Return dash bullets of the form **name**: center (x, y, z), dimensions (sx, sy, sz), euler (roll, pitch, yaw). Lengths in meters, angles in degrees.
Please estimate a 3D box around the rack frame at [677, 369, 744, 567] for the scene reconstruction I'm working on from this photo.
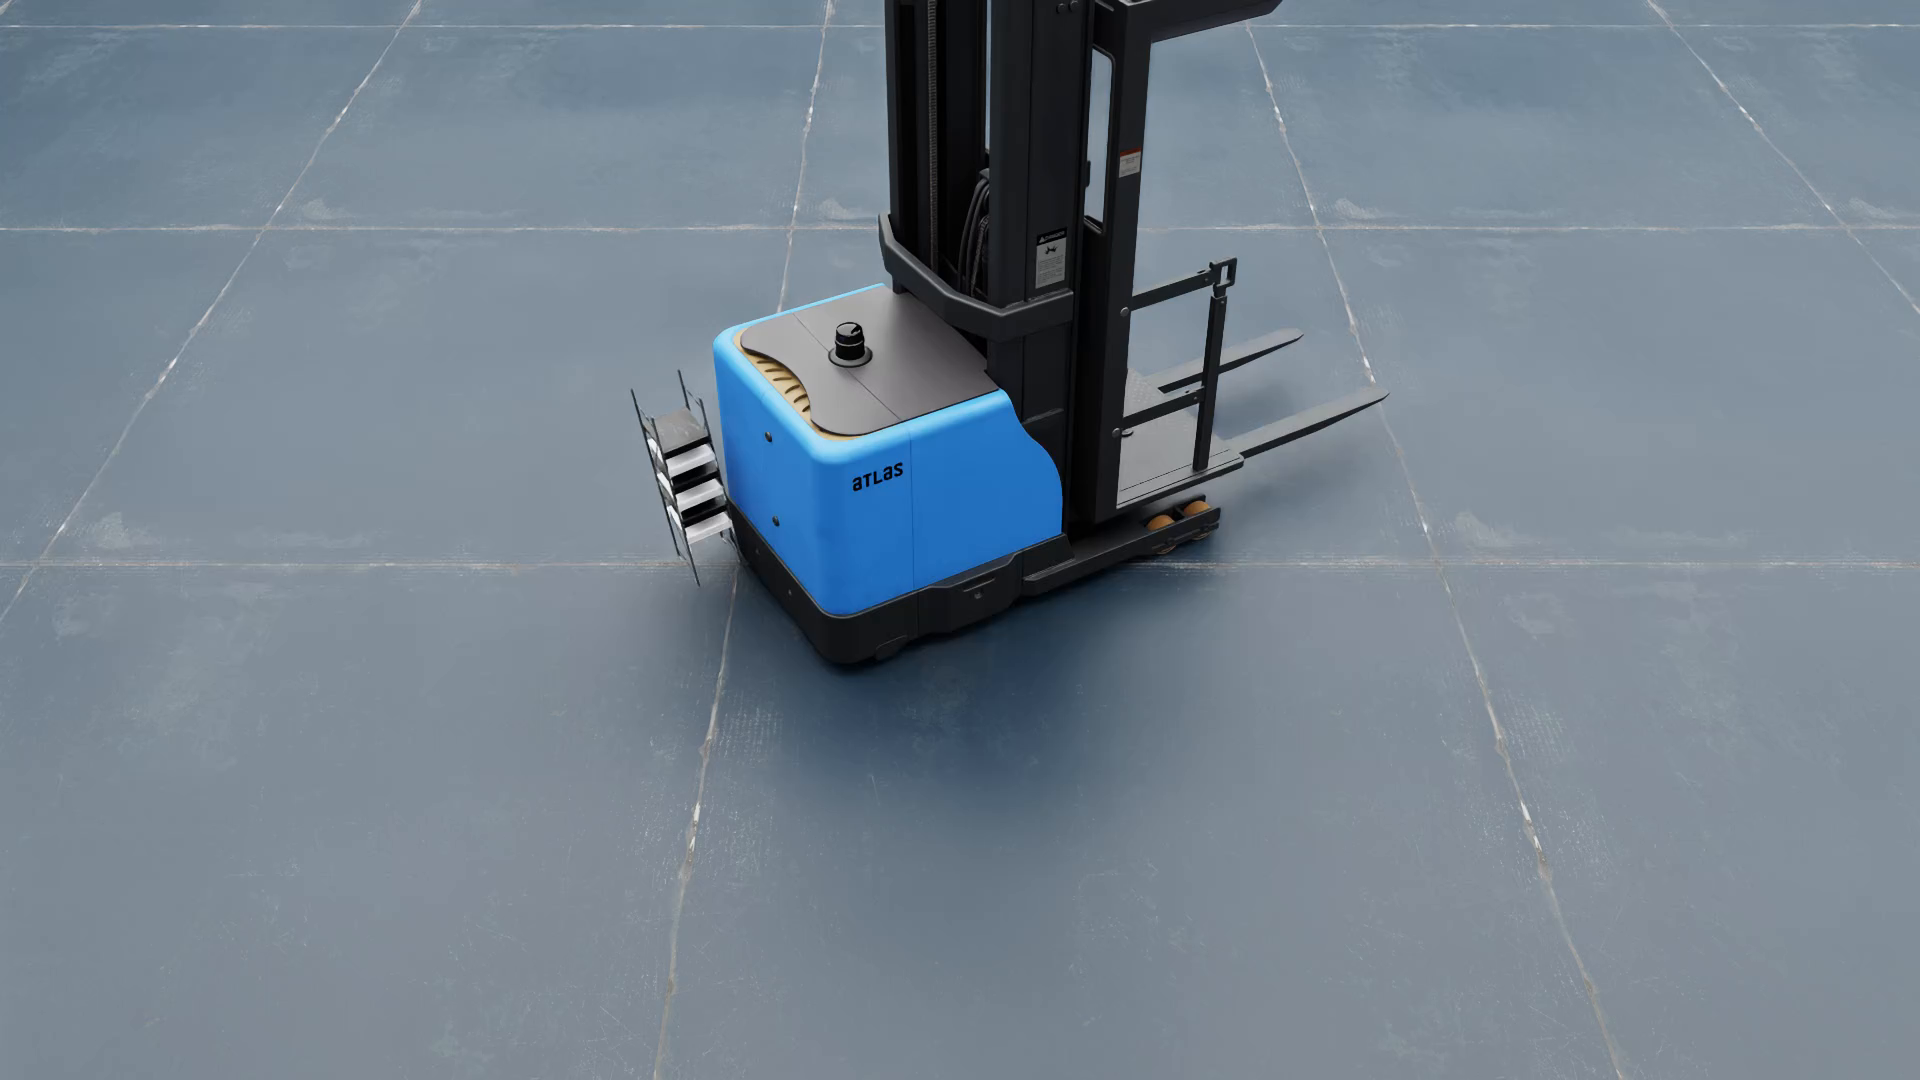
- **rack frame**: center (-1.023, -0.282, 6.849), dimensions (0.006, 0.900, 0.240), euler (-24, 44, -18)

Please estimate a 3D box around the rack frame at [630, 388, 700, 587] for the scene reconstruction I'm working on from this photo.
- **rack frame**: center (-1.199, -0.202, 6.786), dimensions (0.006, 0.900, 0.240), euler (-24, 44, -18)

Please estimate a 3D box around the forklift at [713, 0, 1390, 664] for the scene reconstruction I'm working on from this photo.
- **forklift**: center (0.537, -1.346, 6.586), dimensions (3.031, 2.935, 1.130), euler (-21, 43, -24)

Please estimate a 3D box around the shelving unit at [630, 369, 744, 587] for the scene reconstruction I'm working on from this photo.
- **shelving unit**: center (-1.111, -0.242, 6.817), dimensions (0.210, 0.900, 0.258), euler (-24, 44, -18)

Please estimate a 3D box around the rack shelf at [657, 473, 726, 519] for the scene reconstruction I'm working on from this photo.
- **rack shelf**: center (-1.108, -0.217, 6.839), dimensions (0.200, 0.077, 0.258), euler (-24, 44, -18)

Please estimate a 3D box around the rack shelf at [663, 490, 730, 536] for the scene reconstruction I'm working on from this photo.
- **rack shelf**: center (-1.099, -0.151, 6.899), dimensions (0.200, 0.077, 0.258), euler (-24, 44, -18)

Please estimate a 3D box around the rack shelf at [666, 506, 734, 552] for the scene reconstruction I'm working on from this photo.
- **rack shelf**: center (-1.090, -0.084, 6.959), dimensions (0.200, 0.077, 0.258), euler (-24, 44, -18)

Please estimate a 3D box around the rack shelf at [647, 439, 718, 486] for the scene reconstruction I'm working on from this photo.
- **rack shelf**: center (-1.125, -0.351, 6.720), dimensions (0.200, 0.077, 0.258), euler (-24, 44, -18)

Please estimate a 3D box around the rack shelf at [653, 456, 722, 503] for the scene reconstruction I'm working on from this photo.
- **rack shelf**: center (-1.116, -0.284, 6.780), dimensions (0.200, 0.077, 0.258), euler (-24, 44, -18)

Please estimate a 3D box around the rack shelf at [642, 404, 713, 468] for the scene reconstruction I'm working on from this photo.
- **rack shelf**: center (-1.134, -0.417, 6.660), dimensions (0.200, 0.077, 0.258), euler (-24, 44, -18)
